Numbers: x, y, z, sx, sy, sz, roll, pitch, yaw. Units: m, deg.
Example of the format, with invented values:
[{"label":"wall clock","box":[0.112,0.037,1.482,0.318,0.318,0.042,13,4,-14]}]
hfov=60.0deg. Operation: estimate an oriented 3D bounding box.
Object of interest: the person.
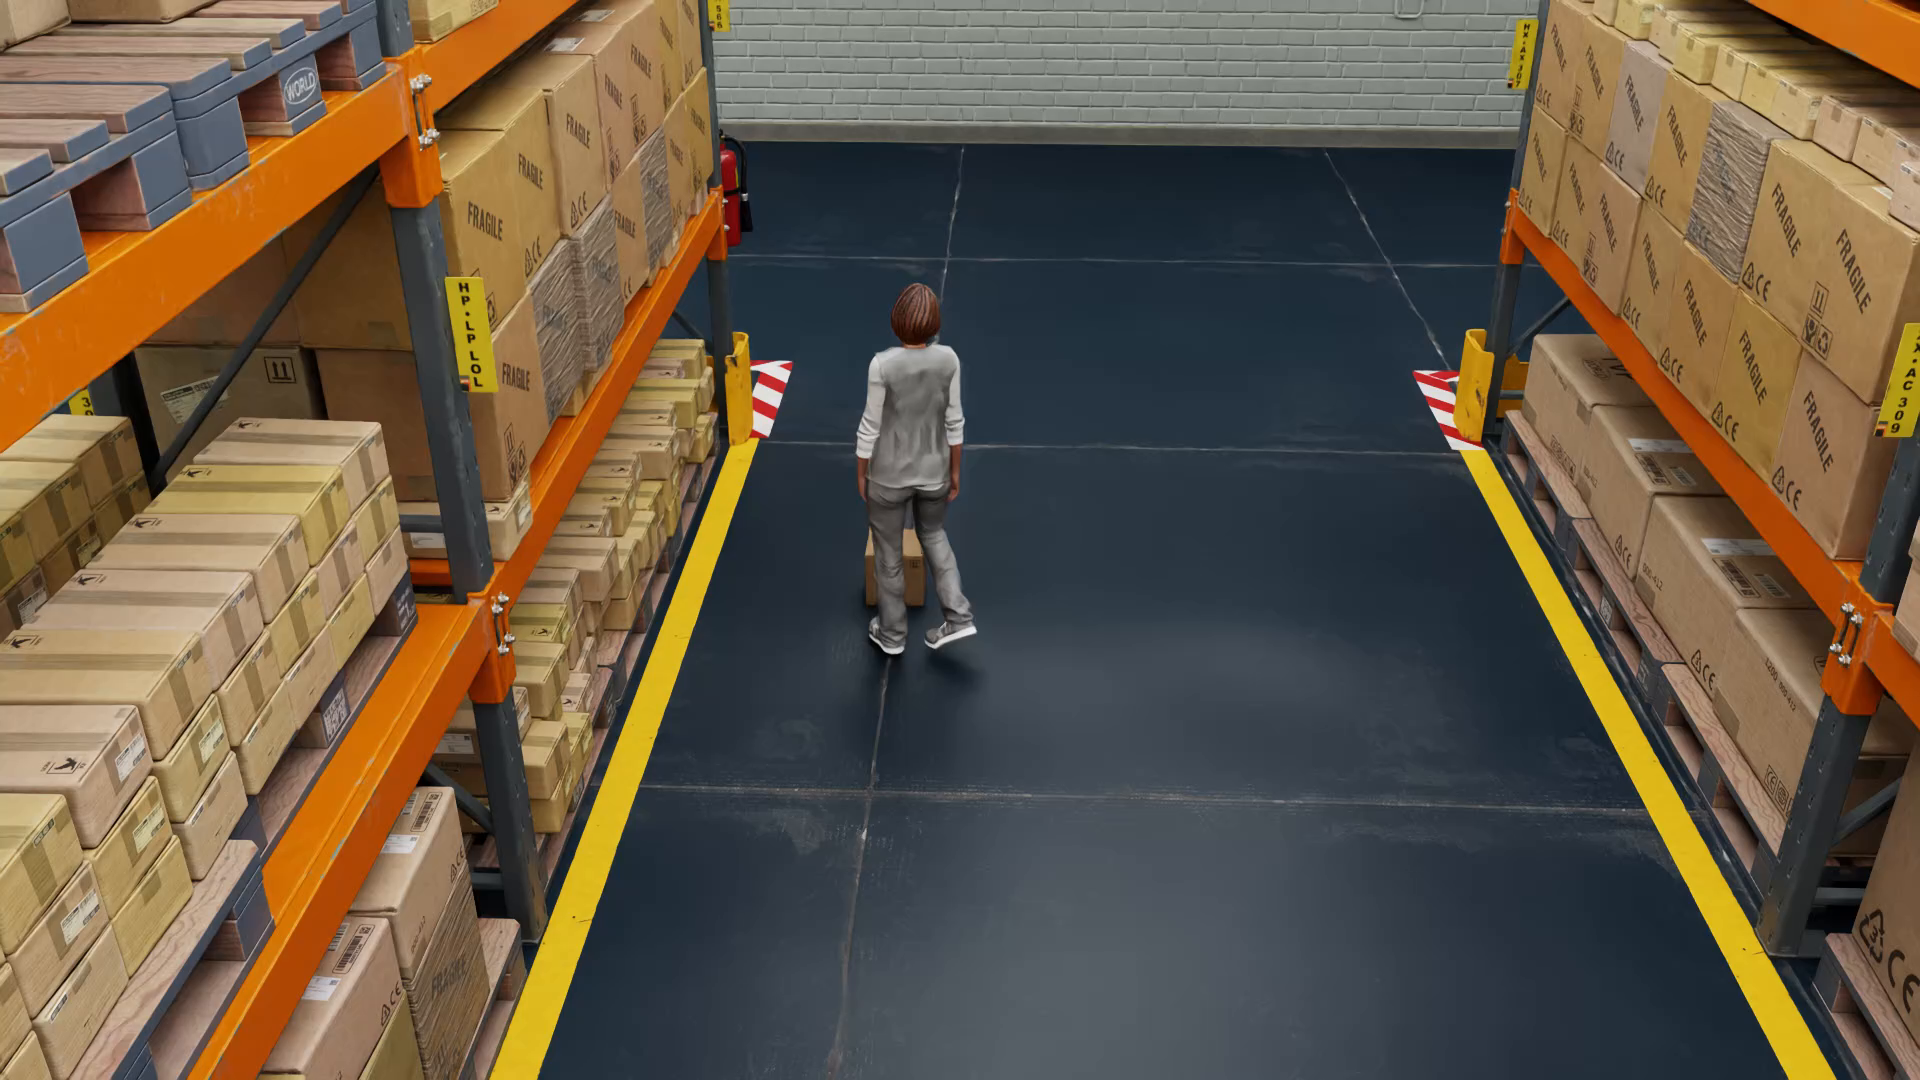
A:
[{"label":"person","box":[-0.194,-0.241,6.575,0.422,1.585,0.469,-12,31,-21]}]
